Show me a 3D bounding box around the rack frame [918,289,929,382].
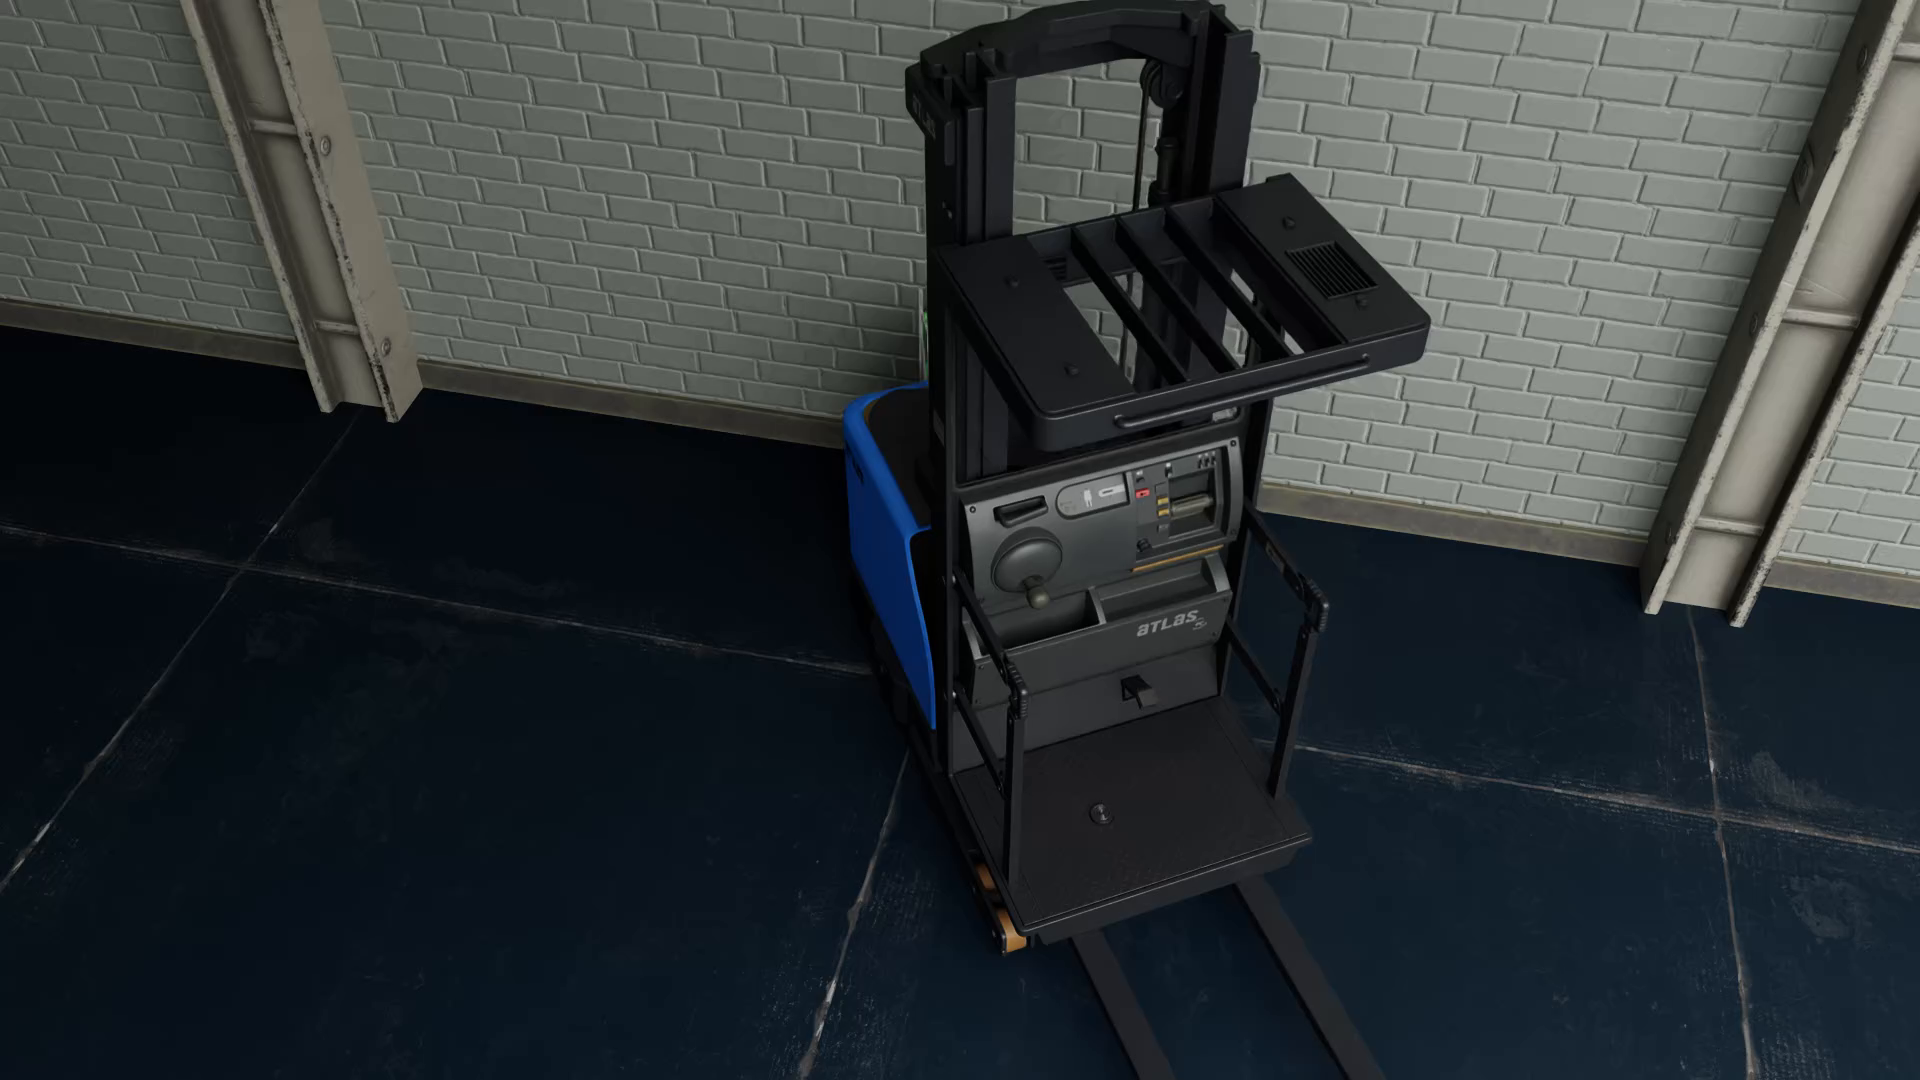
[{"bbox_3d":[-0.135,-0.466,6.829,0.015,1.200,0.240,-7,44,-7],"label":"rack frame"}]

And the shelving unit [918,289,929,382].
[{"bbox_3d":[0.105,-0.496,6.860,0.503,1.200,0.258,-7,44,-7],"label":"shelving unit"}]

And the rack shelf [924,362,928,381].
[{"bbox_3d":[0.105,-0.623,6.738,0.480,0.148,0.258,-7,44,-7],"label":"rack shelf"}]

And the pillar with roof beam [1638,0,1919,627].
[{"bbox_3d":[2.122,-0.103,0.828,0.400,9.000,9.100,9,45,9],"label":"pillar with roof beam"}]

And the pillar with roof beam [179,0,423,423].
[{"bbox_3d":[-3.734,-1.011,1.772,0.400,9.000,9.100,9,45,9],"label":"pillar with roof beam"}]

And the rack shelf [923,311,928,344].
[{"bbox_3d":[0.105,-0.796,6.572,0.480,0.148,0.258,-7,44,-7],"label":"rack shelf"}]

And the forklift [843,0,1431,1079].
[{"bbox_3d":[0.536,0.030,5.065,1.130,2.935,3.031,-15,46,-15],"label":"forklift"}]
